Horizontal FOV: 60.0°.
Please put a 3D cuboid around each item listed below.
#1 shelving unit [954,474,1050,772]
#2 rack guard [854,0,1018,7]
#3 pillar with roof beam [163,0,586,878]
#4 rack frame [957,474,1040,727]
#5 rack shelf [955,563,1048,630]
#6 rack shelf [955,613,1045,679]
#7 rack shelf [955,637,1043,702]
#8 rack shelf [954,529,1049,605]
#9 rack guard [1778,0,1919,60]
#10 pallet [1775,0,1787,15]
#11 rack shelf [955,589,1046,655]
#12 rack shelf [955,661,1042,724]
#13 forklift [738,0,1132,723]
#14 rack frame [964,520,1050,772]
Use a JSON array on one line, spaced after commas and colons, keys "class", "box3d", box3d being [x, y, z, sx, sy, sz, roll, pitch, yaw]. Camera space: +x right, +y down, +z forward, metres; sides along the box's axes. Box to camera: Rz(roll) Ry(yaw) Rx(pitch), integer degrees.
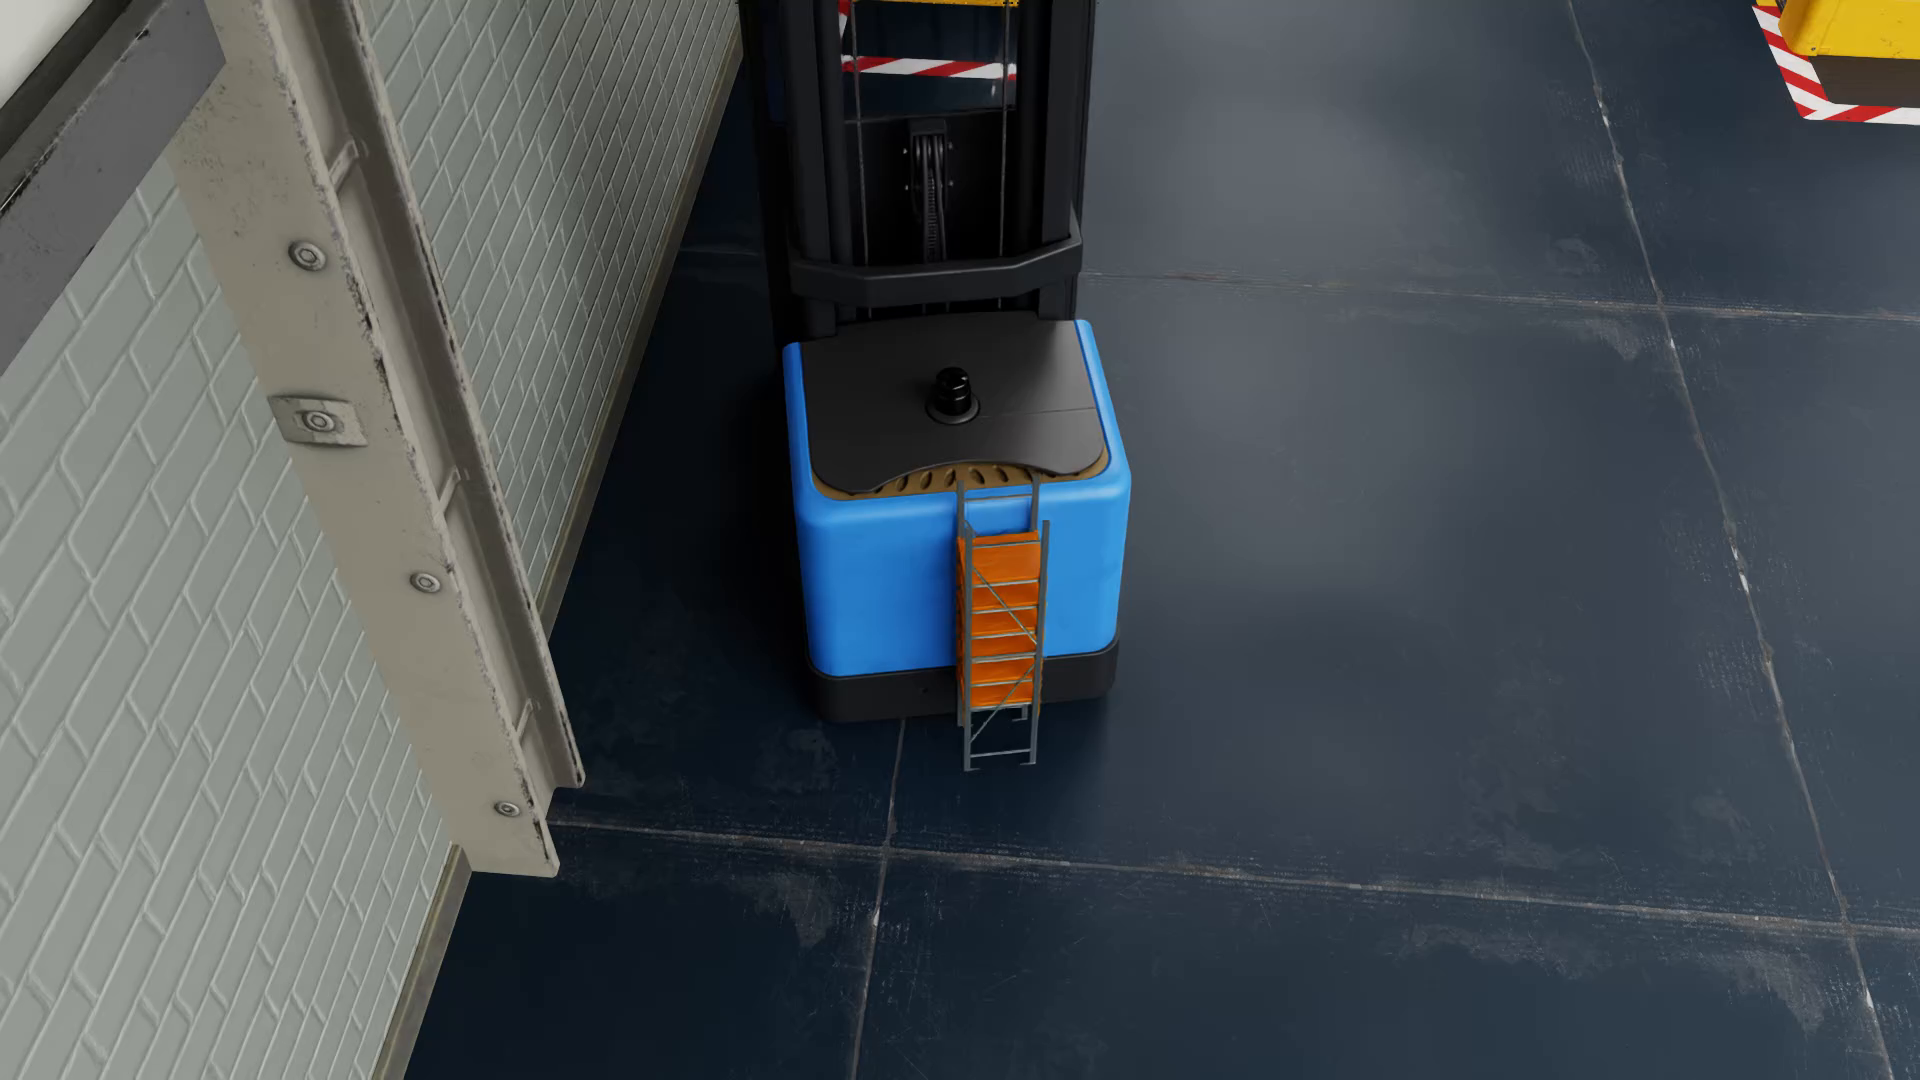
[{"class": "shelving unit", "box3d": [0.122, 0.290, 5.171, 0.258, 1.200, 0.189, -5, 48, -5]}, {"class": "rack guard", "box3d": [-0.066, -3.148, 8.790, 1.175, 0.500, 0.348, 4, 48, 4]}, {"class": "pillar with roof beam", "box3d": [2.870, -1.834, 1.829, 9.100, 9.000, 0.400, 4, 48, 4]}, {"class": "rack frame", "box3d": [0.111, 0.223, 5.231, 0.240, 1.200, 0.006, -5, 48, -5]}, {"class": "rack shelf", "box3d": [0.123, 0.159, 5.025, 0.258, 0.103, 0.180, -5, 48, -5]}, {"class": "rack shelf", "box3d": [0.122, 0.320, 5.204, 0.258, 0.103, 0.180, -5, 48, -5]}, {"class": "rack shelf", "box3d": [0.122, 0.400, 5.293, 0.258, 0.103, 0.180, -5, 48, -5]}, {"class": "rack shelf", "box3d": [0.123, 0.079, 4.936, 0.258, 0.103, 0.180, -5, 48, -5]}, {"class": "rack guard", "box3d": [4.859, -2.744, 8.421, 1.175, 0.500, 0.348, 4, 48, 4]}, {"class": "pallet", "box3d": [4.889, -3.229, 9.060, 1.003, 0.211, 1.213, 4, 48, 4]}, {"class": "rack shelf", "box3d": [0.122, 0.240, 5.114, 0.258, 0.103, 0.180, -5, 48, -5]}, {"class": "rack shelf", "box3d": [0.122, 0.480, 5.382, 0.258, 0.103, 0.180, -5, 48, -5]}, {"class": "forklift", "box3d": [-0.159, -1.472, 5.610, 1.130, 2.935, 3.031, -5, 48, -5]}, {"class": "rack frame", "box3d": [0.134, 0.358, 5.110, 0.240, 1.200, 0.006, -5, 48, -5]}]
